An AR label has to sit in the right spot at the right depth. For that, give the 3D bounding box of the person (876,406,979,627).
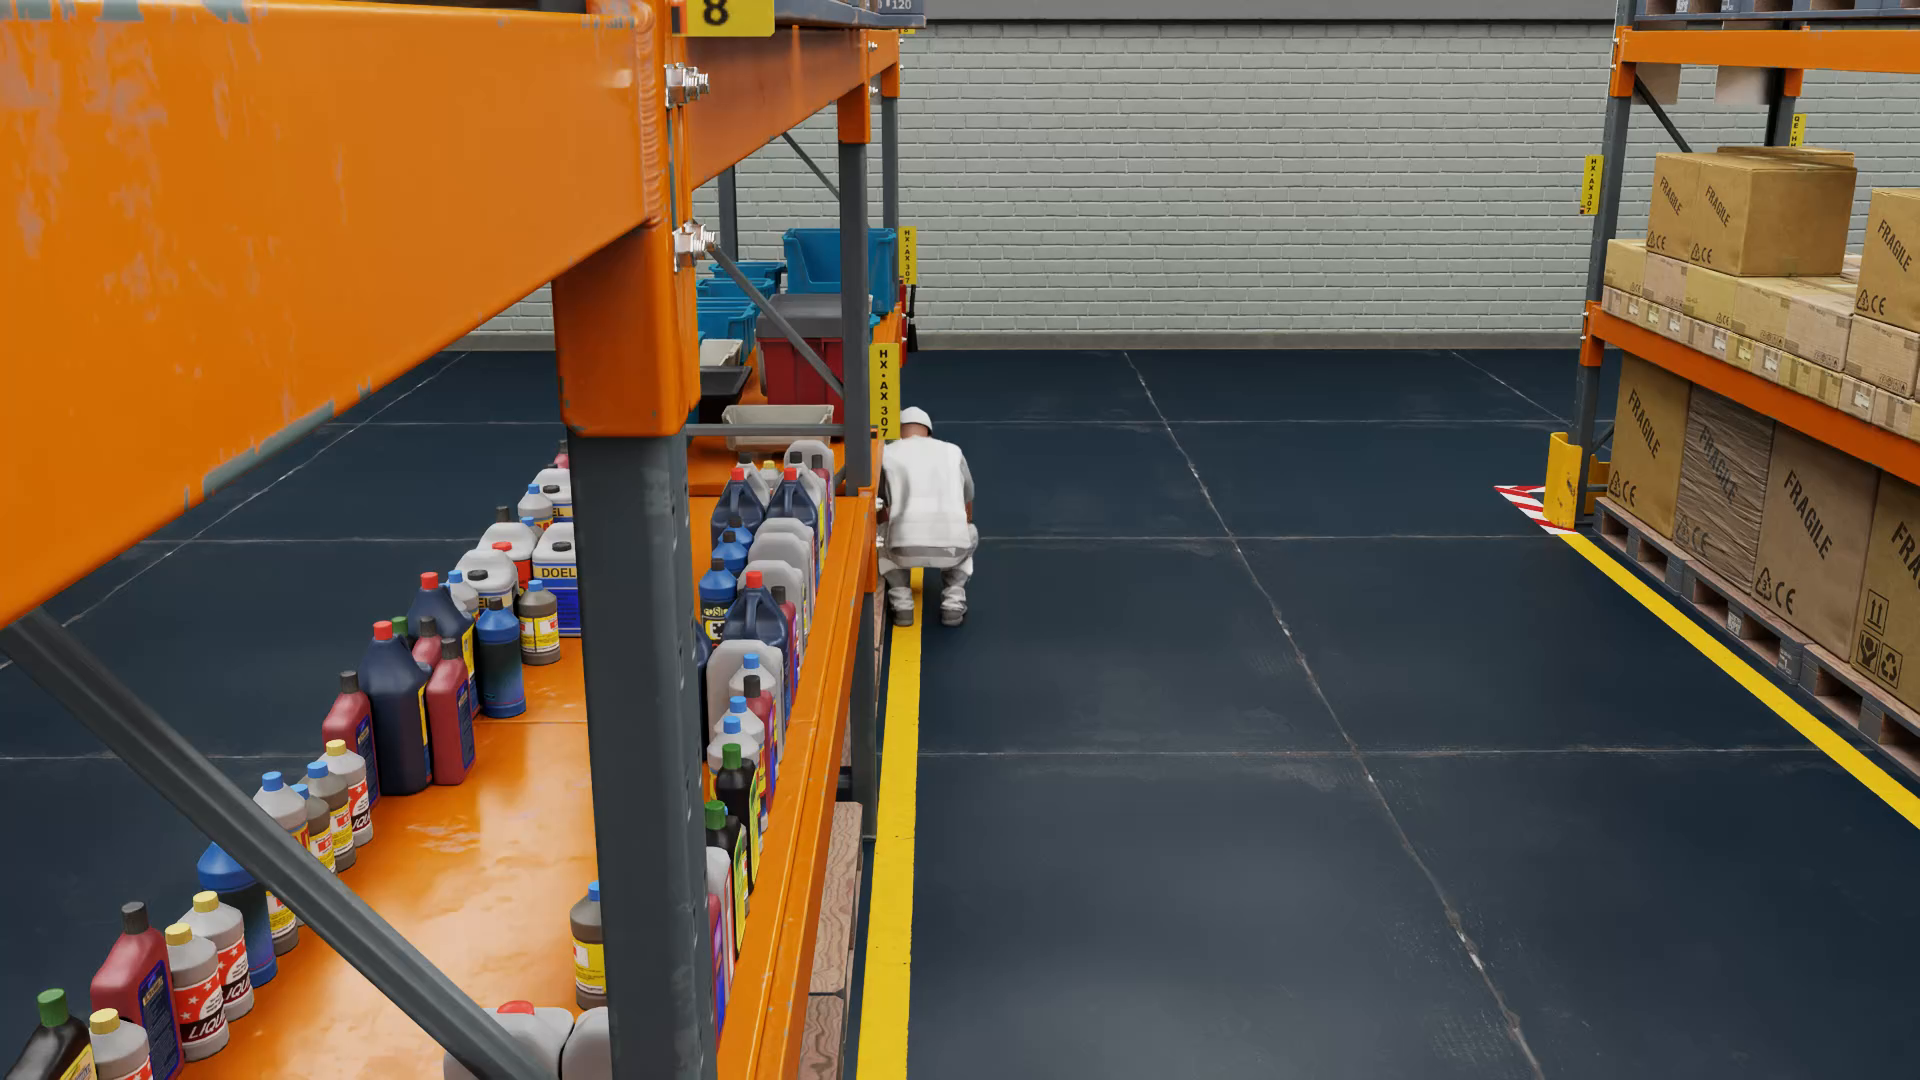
[{"bbox_3d":[-0.193,-0.120,8.275,0.574,0.992,0.879,0,17,-1],"label":"person"}]
